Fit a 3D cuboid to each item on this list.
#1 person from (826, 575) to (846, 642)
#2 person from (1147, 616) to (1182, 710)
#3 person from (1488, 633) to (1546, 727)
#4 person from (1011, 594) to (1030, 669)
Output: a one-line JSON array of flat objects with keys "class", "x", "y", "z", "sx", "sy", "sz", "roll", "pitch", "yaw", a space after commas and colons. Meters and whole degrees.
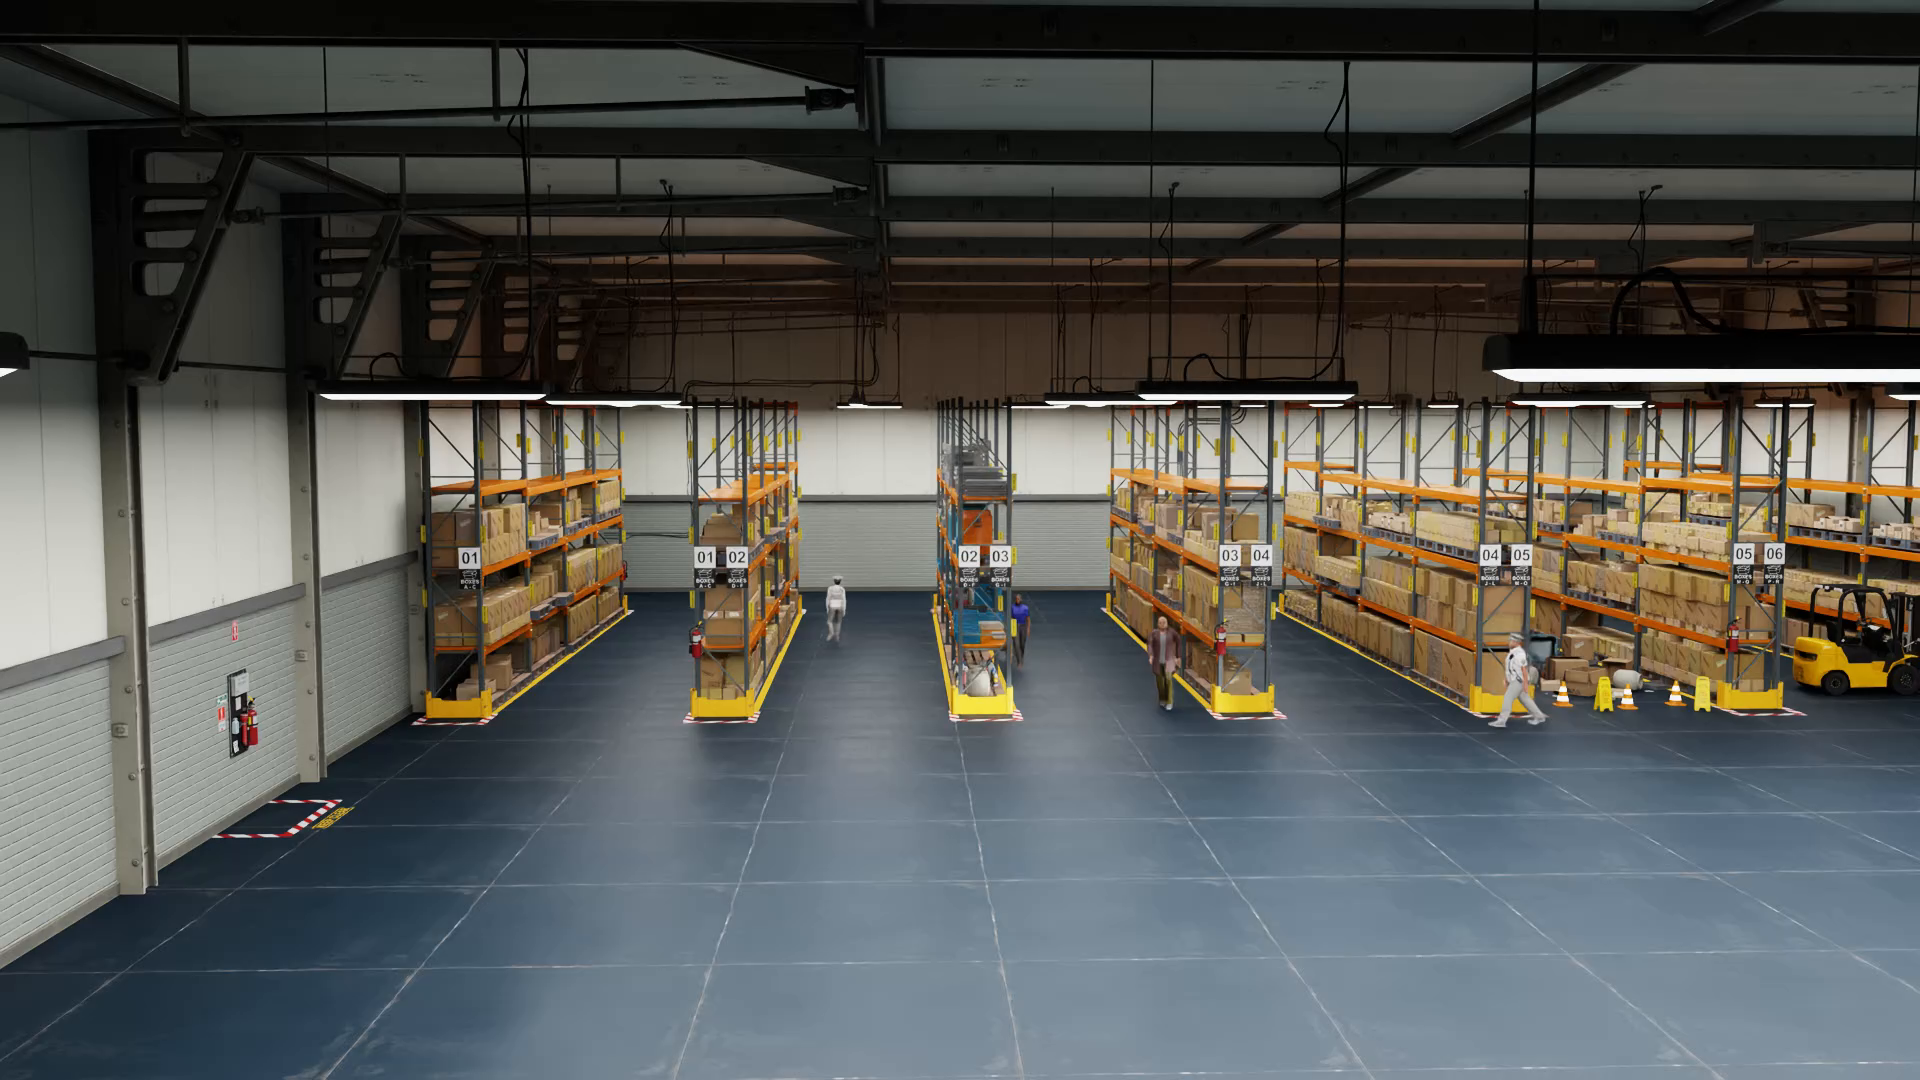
[{"class": "person", "x": -3.065, "y": 1.706, "z": 41.101, "sx": 0.500, "sy": 1.679, "sz": 0.608, "roll": 0, "pitch": 4, "yaw": 0}, {"class": "person", "x": 3.920, "y": 2.412, "z": 32.090, "sx": 0.618, "sy": 1.870, "sz": 0.787, "roll": 1, "pitch": 5, "yaw": 18}, {"class": "person", "x": 10.086, "y": 2.529, "z": 30.125, "sx": 1.038, "sy": 1.716, "sz": 0.582, "roll": 0, "pitch": 4, "yaw": 5}, {"class": "person", "x": 1.331, "y": 2.044, "z": 37.256, "sx": 0.471, "sy": 1.690, "sz": 0.680, "roll": 0, "pitch": 4, "yaw": -5}]
